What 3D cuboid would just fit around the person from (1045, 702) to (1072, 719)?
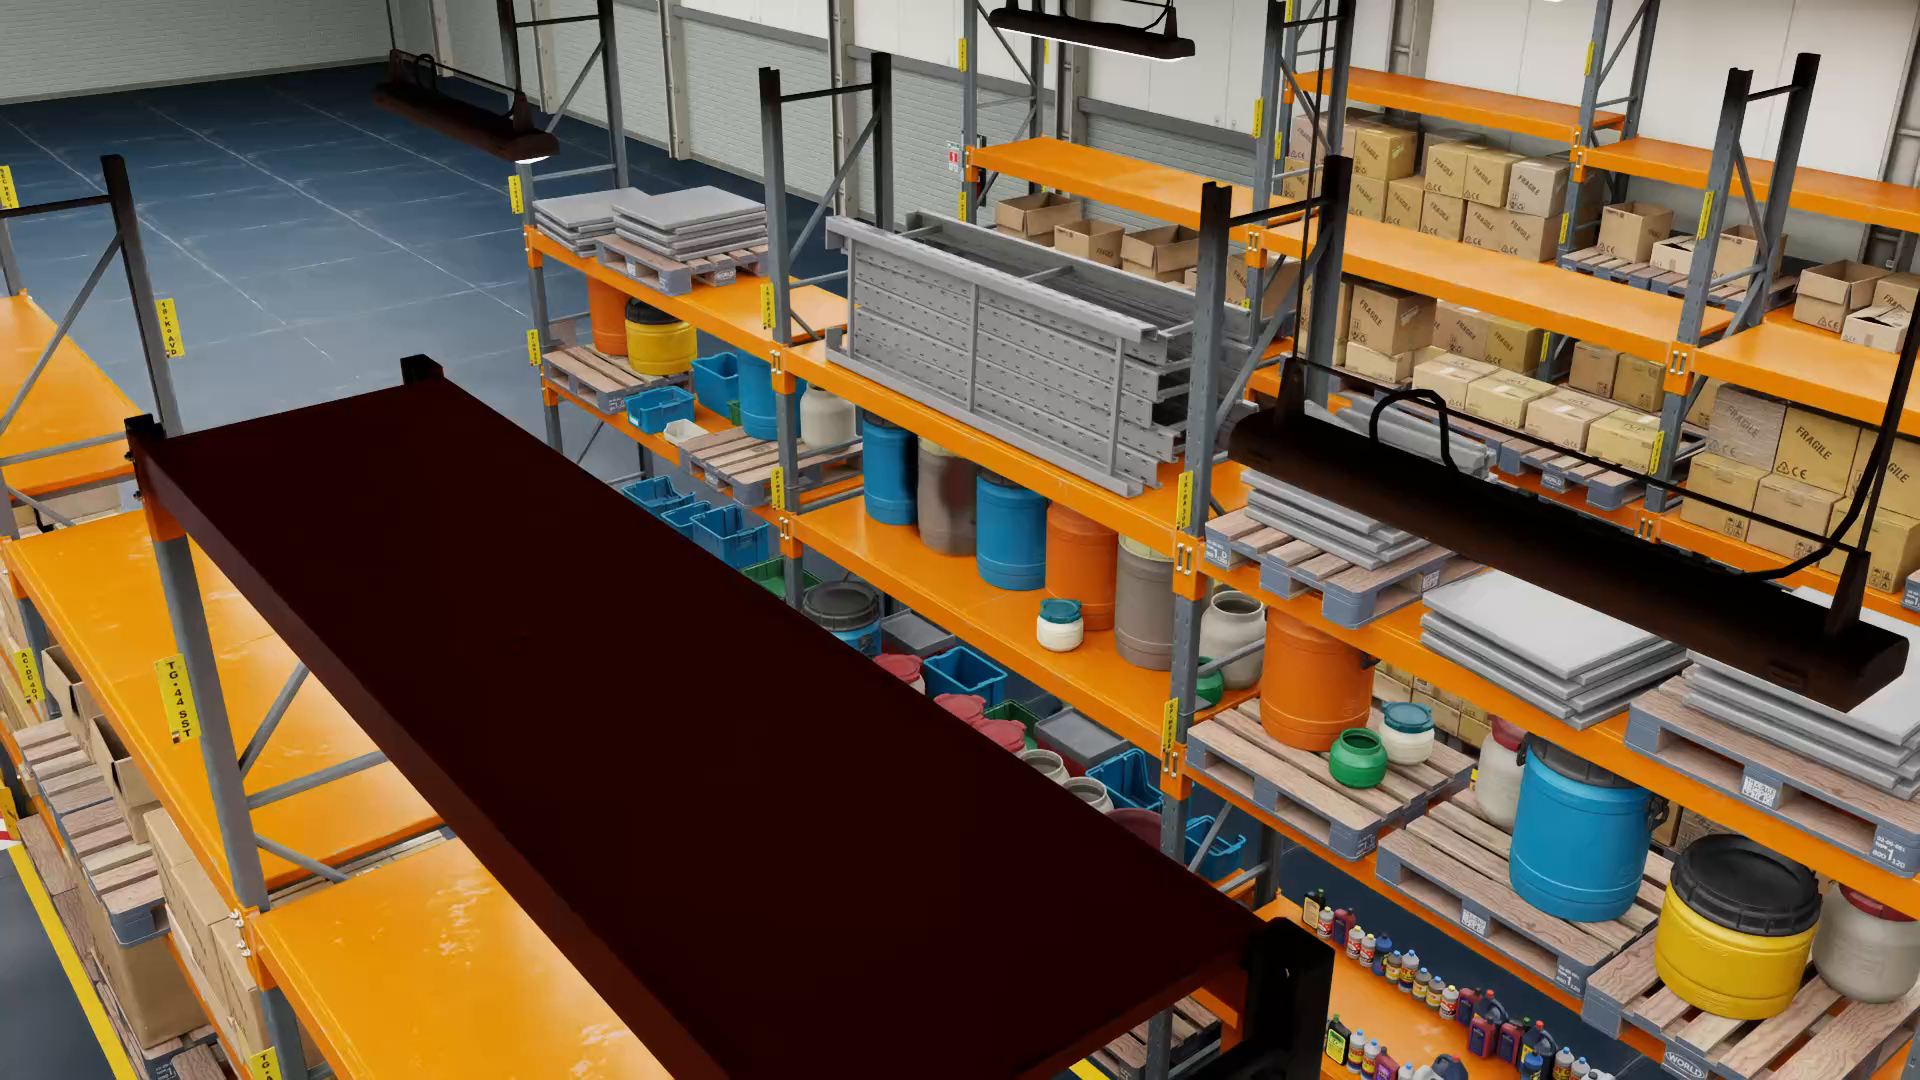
[{"bbox_3d":[0.778,1.676,13.004,0.520,1.607,0.597,-21,33,-37],"label":"person"}]
